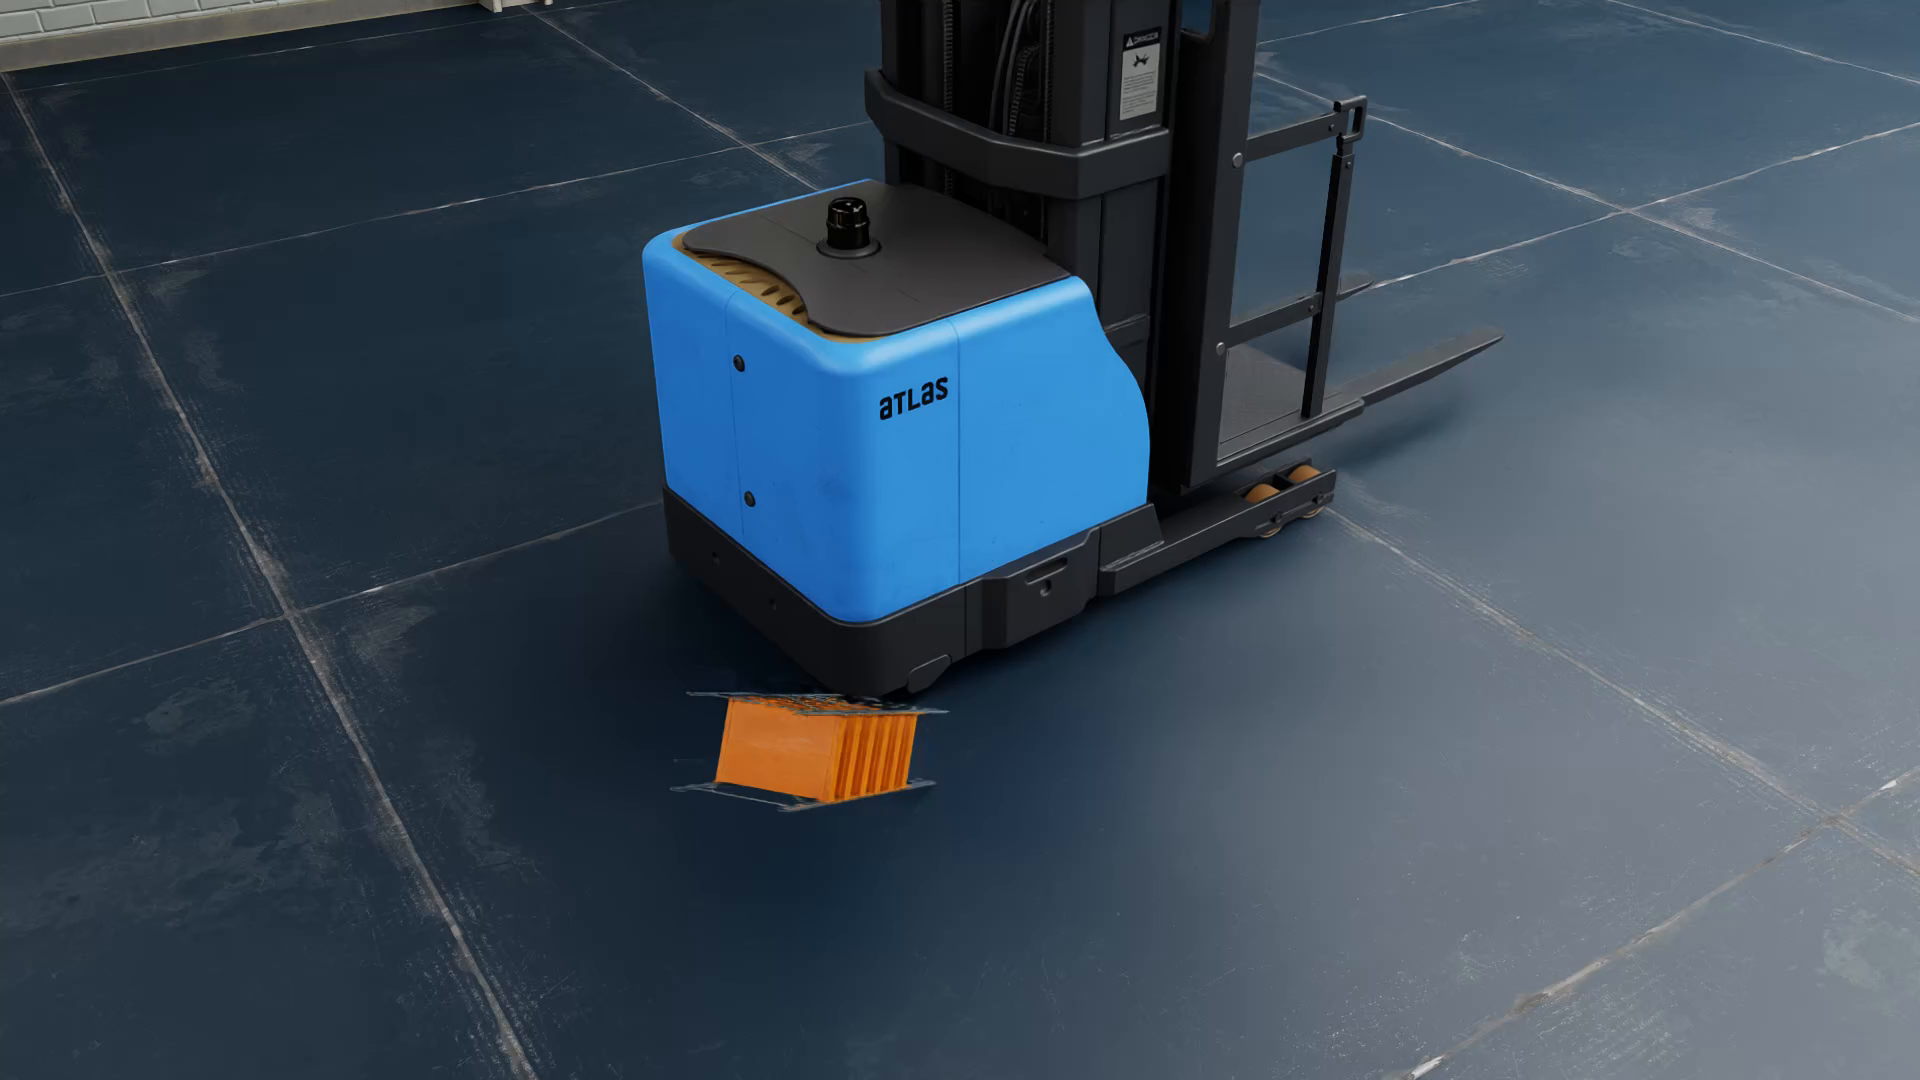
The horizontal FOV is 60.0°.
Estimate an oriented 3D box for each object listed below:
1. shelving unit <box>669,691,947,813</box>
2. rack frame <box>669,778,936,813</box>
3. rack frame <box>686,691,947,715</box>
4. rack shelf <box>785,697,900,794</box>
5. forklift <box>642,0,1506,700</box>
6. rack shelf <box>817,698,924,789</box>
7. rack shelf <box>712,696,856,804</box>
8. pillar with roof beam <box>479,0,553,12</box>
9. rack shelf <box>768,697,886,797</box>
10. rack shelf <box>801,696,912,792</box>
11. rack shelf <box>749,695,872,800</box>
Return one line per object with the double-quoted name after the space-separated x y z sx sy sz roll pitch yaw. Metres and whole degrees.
-0.291 0.455 3.704 0.258 0.189 1.200 8 -4 13 "shelving unit"
-0.305 0.545 3.698 0.240 0.006 1.200 8 -4 13 "rack frame"
-0.276 0.365 3.709 0.240 0.006 1.200 8 -4 13 "rack frame"
-0.281 0.459 3.747 0.258 0.180 0.103 8 -4 13 "rack shelf"
0.585 -1.447 4.797 3.031 2.935 1.130 -23 39 -31 "forklift"
-0.230 0.483 3.980 0.258 0.180 0.103 8 -4 13 "rack shelf"
-0.358 0.424 3.397 0.258 0.180 0.103 8 -4 13 "rack shelf"
-0.546 -5.352 5.301 0.400 9.000 9.100 -19 37 -27 "pillar with roof beam"
-0.307 0.448 3.630 0.258 0.180 0.103 8 -4 13 "rack shelf"
-0.255 0.471 3.863 0.258 0.180 0.103 8 -4 13 "rack shelf"
-0.332 0.436 3.513 0.258 0.180 0.103 8 -4 13 "rack shelf"
